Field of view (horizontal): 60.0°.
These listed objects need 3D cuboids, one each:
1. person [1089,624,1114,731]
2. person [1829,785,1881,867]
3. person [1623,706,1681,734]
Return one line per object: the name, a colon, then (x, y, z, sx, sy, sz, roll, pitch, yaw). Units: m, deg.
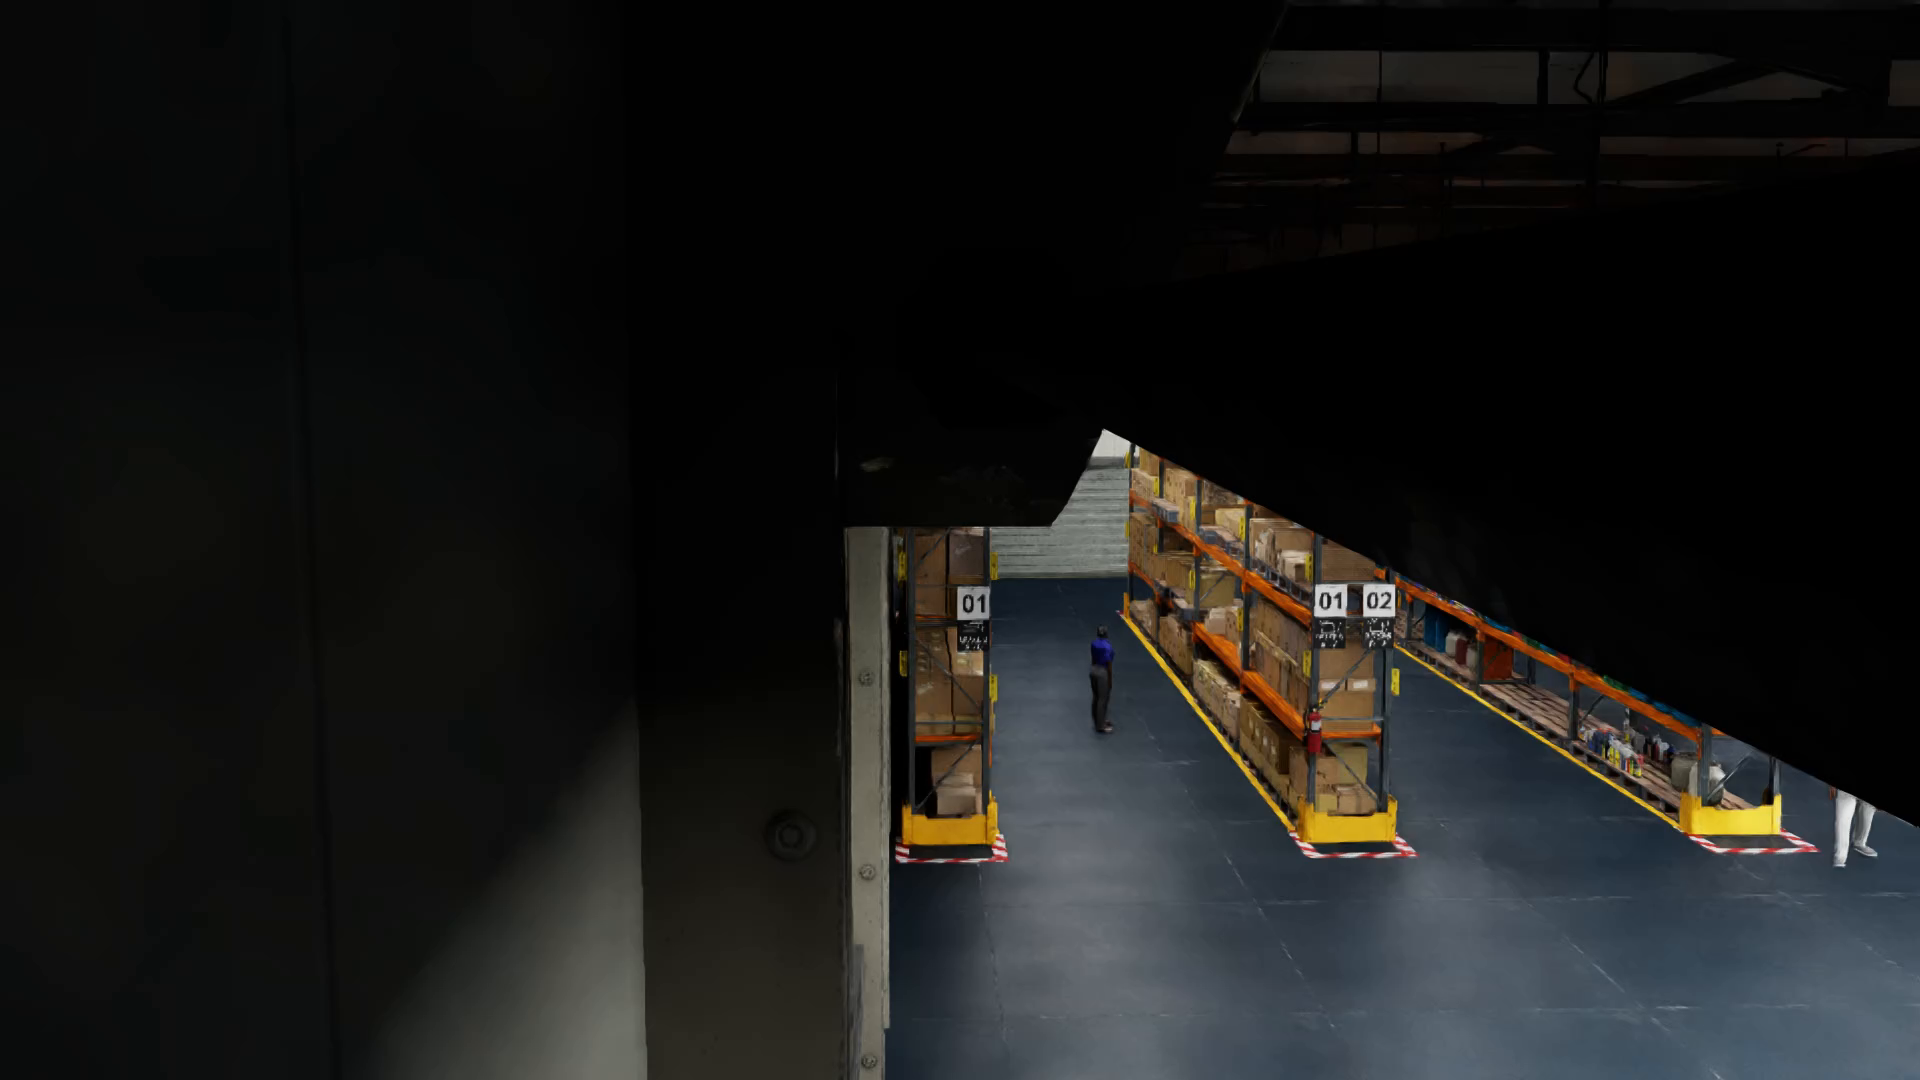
person: (2.262, 2.144, 26.237, 0.422, 1.663, 0.502, -4, 9, -31)
person: (10.604, 2.978, 19.631, 0.586, 1.711, 0.969, 3, 8, 22)
person: (10.798, 2.159, 25.899, 0.688, 1.719, 0.822, -3, 8, -19)
